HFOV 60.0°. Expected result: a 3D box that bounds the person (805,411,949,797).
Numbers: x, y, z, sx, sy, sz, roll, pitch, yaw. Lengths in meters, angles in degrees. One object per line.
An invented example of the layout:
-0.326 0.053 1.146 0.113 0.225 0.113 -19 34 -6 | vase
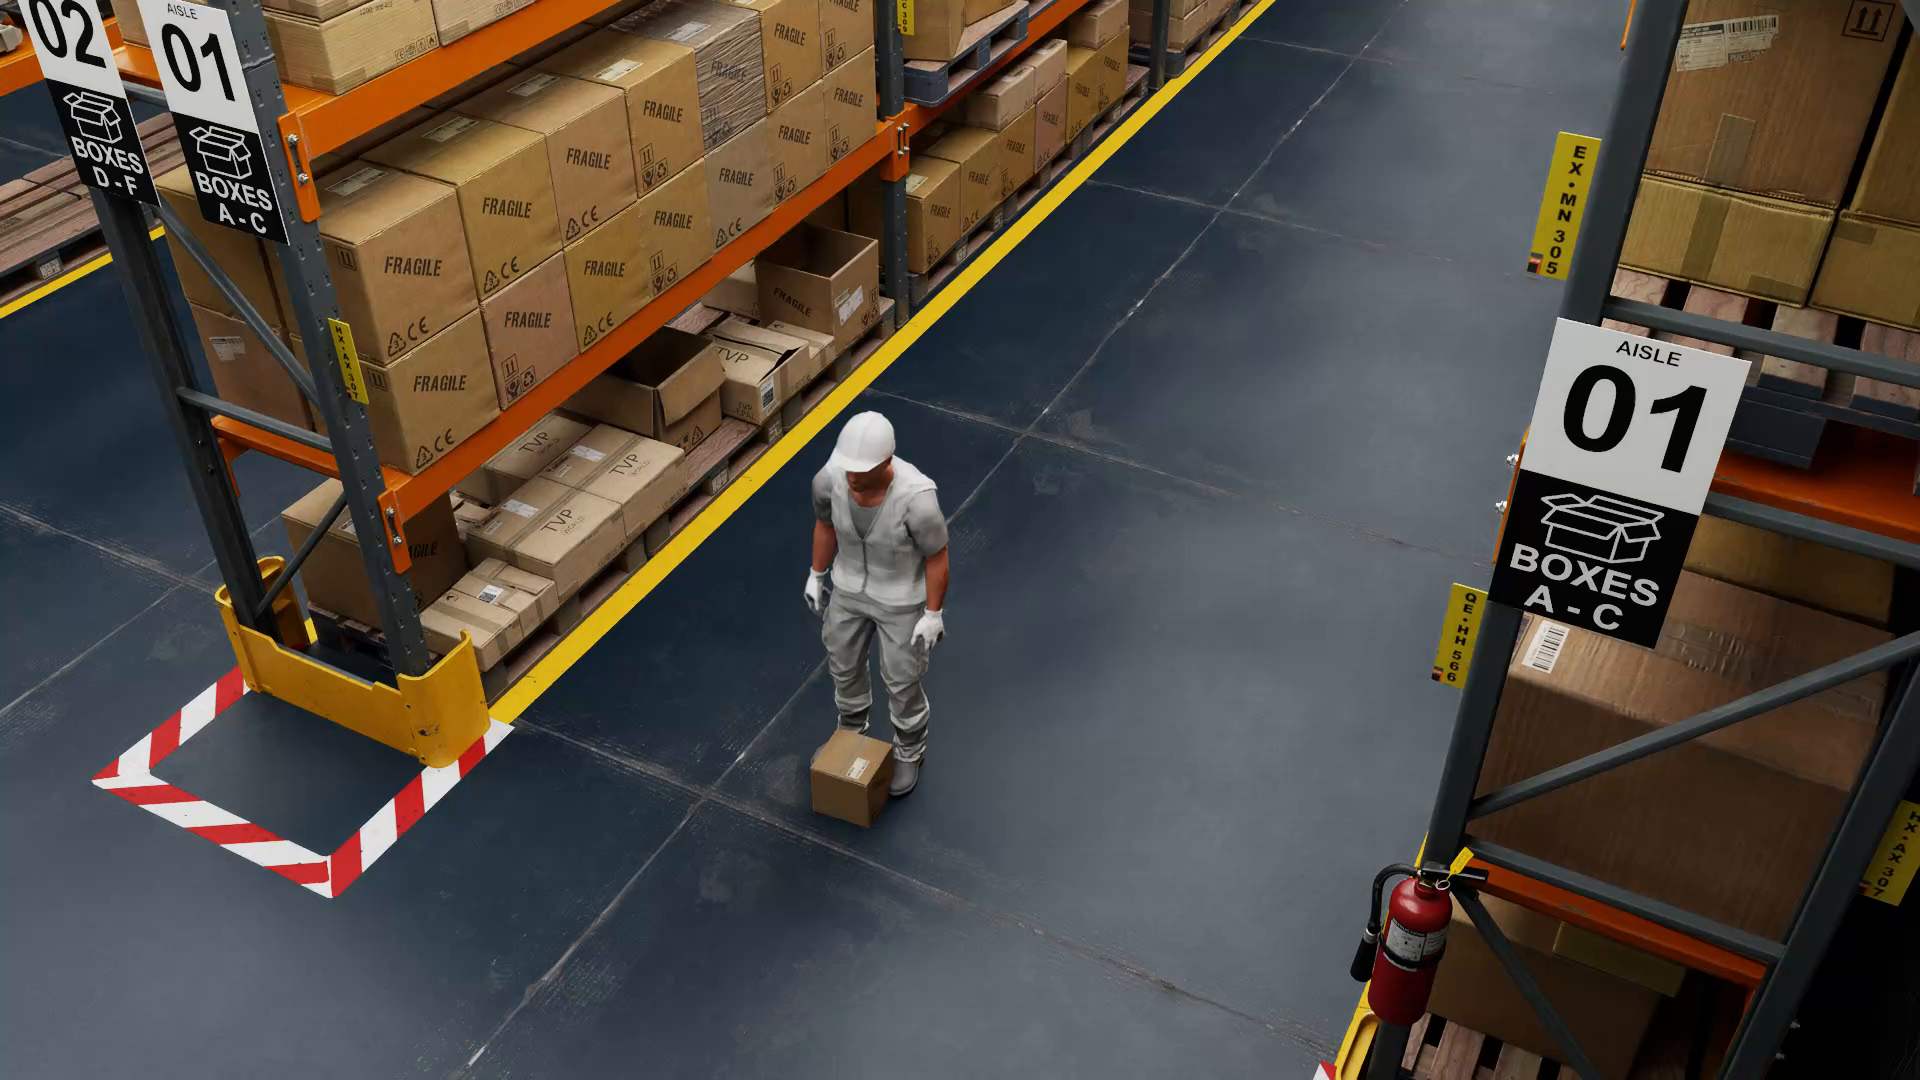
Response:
-0.331 0.232 6.438 0.603 1.775 0.451 17 41 21 | person
